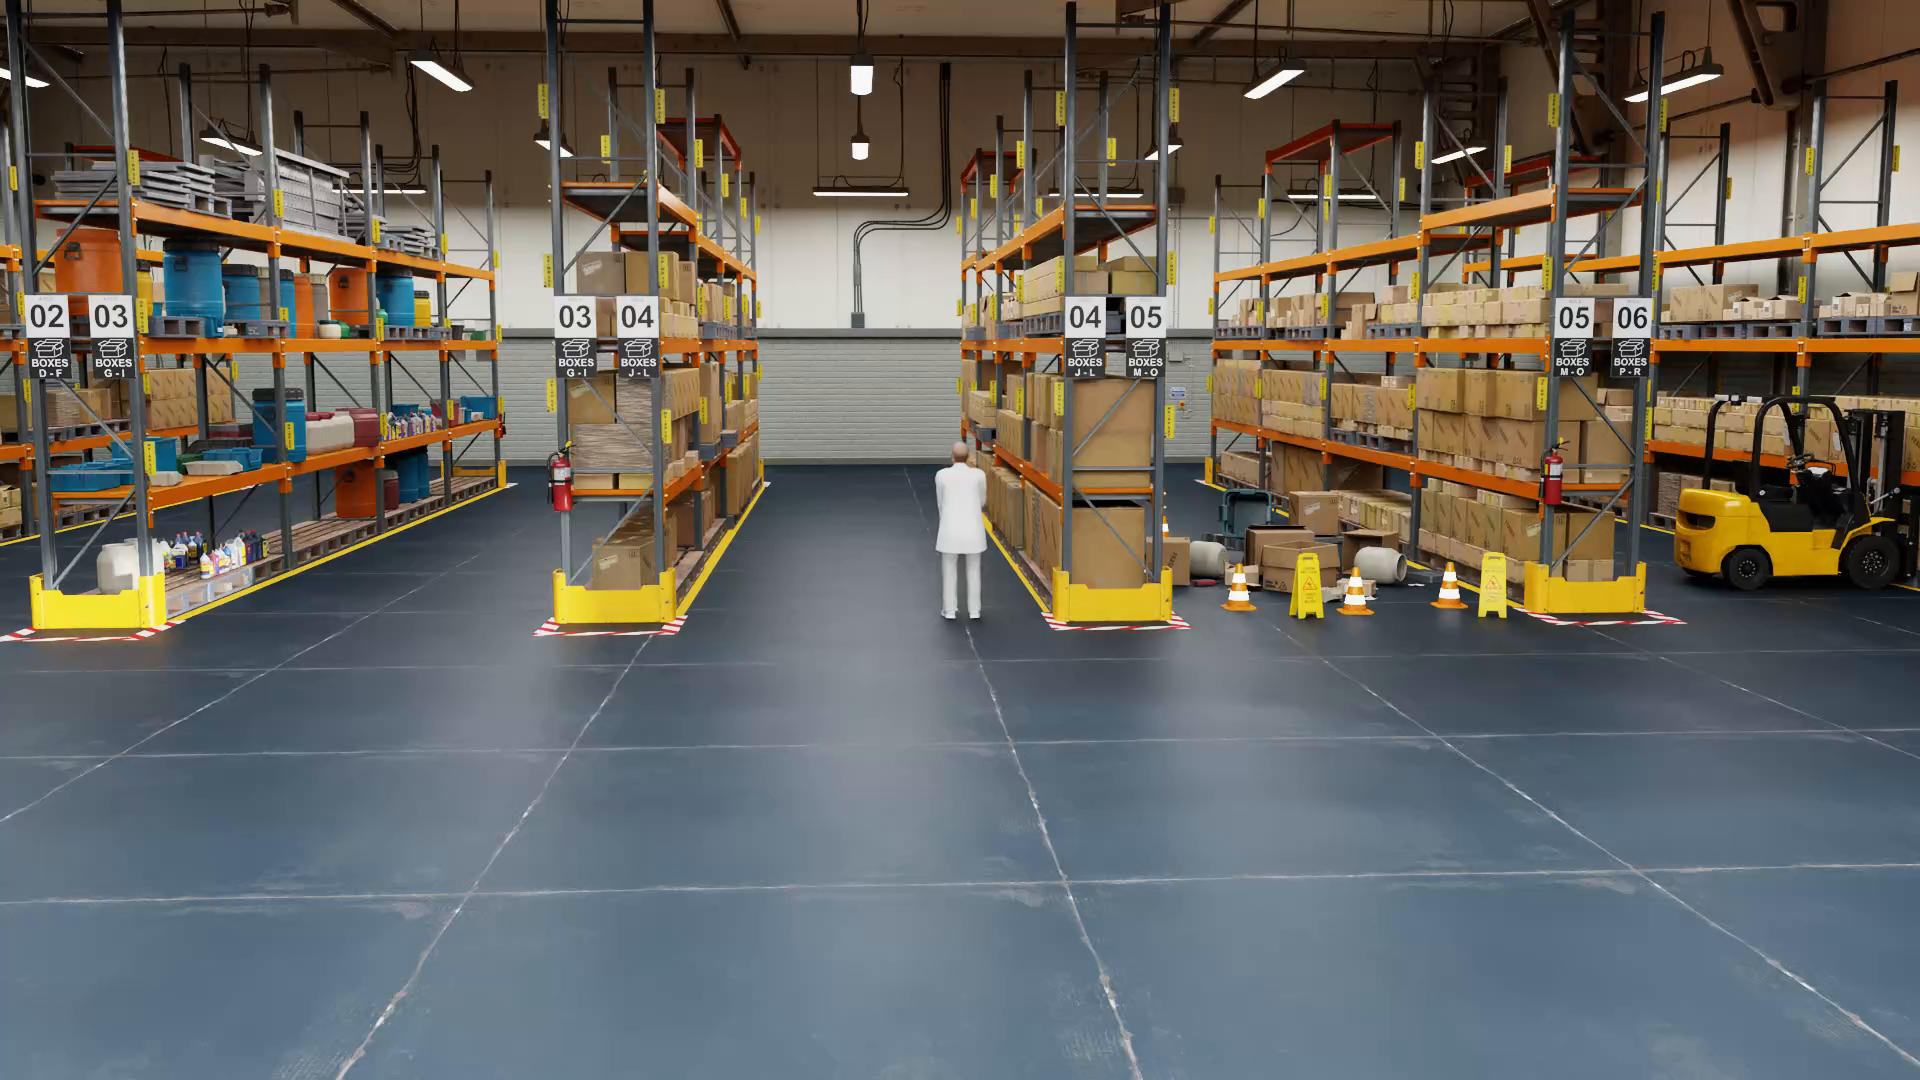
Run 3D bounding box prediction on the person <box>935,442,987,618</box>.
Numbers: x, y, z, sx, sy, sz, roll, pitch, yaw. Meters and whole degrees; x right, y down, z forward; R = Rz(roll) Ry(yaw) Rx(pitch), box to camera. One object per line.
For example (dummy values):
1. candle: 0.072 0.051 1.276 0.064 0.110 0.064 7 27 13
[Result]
1. person: 0.004 -0.113 16.776 0.525 1.777 0.543 0 7 -3
